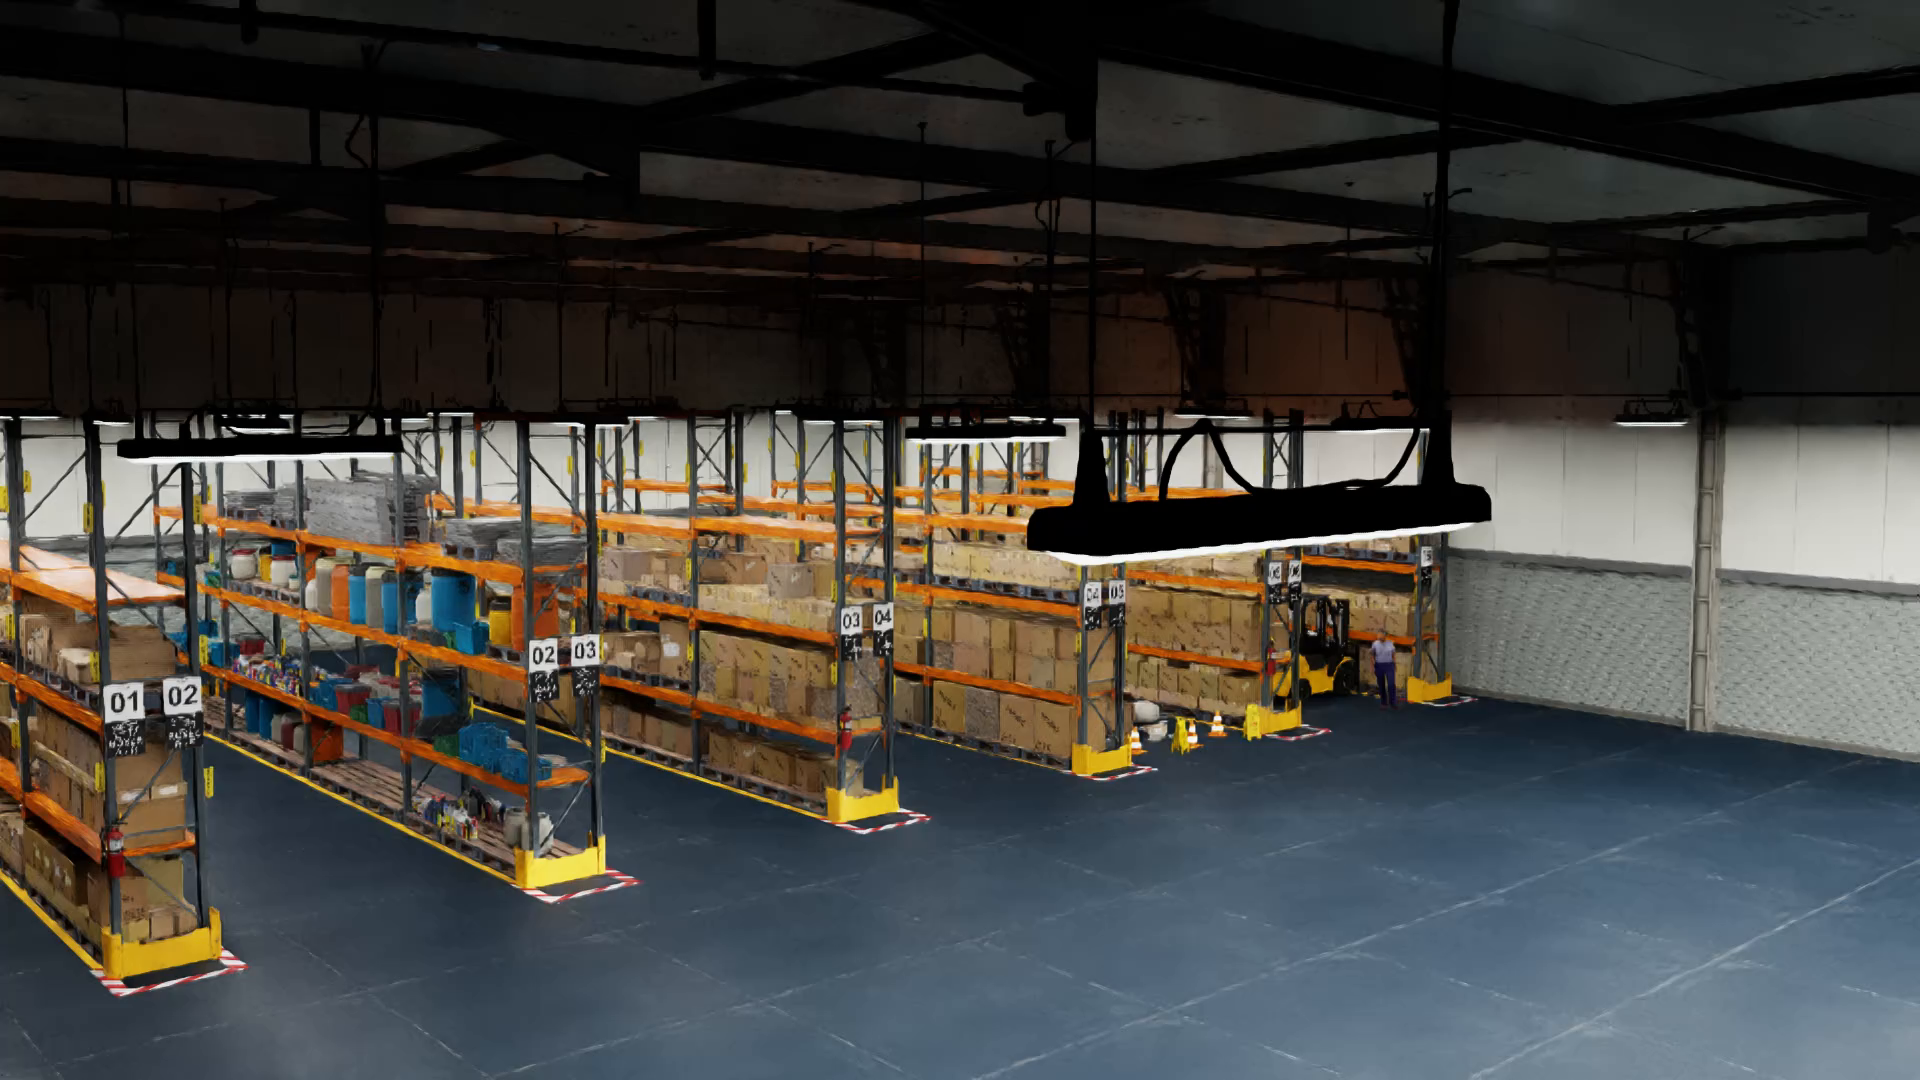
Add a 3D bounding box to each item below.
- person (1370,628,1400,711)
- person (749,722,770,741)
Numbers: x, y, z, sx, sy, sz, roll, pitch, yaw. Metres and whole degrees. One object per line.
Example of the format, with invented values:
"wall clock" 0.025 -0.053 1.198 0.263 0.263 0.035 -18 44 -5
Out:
"person" 8.549 2.584 33.402 0.608 1.625 0.475 2 5 17
"person" -3.621 2.883 30.156 0.522 1.724 0.360 2 5 21
